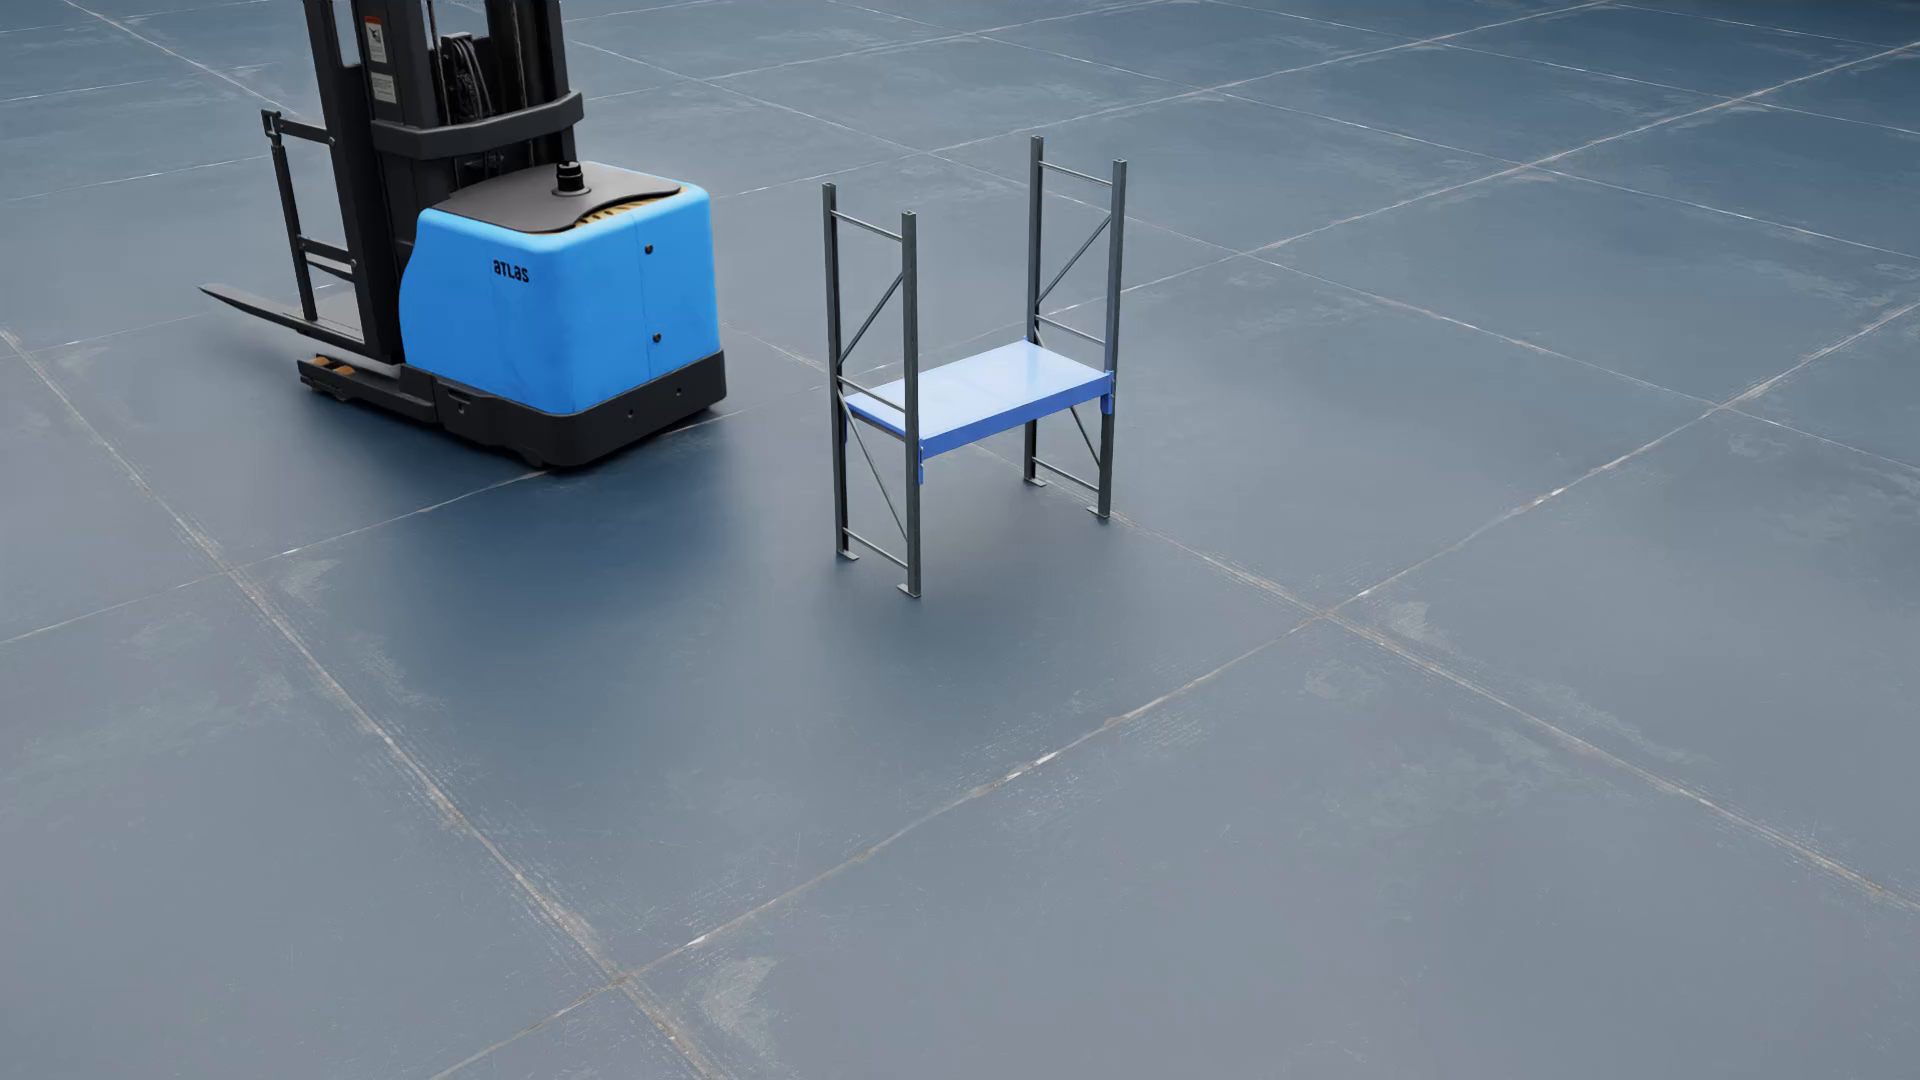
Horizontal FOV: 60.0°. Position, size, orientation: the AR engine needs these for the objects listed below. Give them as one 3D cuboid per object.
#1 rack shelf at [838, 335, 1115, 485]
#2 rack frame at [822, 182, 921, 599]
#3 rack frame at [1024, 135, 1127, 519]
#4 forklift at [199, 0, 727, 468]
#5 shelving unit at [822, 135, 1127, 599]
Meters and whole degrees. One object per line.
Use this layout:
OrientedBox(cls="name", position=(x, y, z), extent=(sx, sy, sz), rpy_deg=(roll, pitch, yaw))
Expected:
OrientedBox(cls="rack shelf", position=(0.065, -0.529, 6.530), extent=(1.000, 0.185, 0.538), rpy_deg=(-22, 35, -35))
OrientedBox(cls="rack frame", position=(-0.322, -0.532, 6.154), extent=(0.032, 1.500, 0.500), rpy_deg=(-22, 35, -35))
OrientedBox(cls="rack frame", position=(0.452, -0.843, 6.736), extent=(0.032, 1.500, 0.500), rpy_deg=(-22, 35, -35))
OrientedBox(cls="forklift", position=(-2.598, -2.144, 7.652), extent=(3.031, 2.935, 1.130), rpy_deg=(19, 33, 31))
OrientedBox(cls="shelving unit", position=(0.065, -0.688, 6.445), extent=(1.048, 1.500, 0.538), rpy_deg=(-22, 35, -35))
